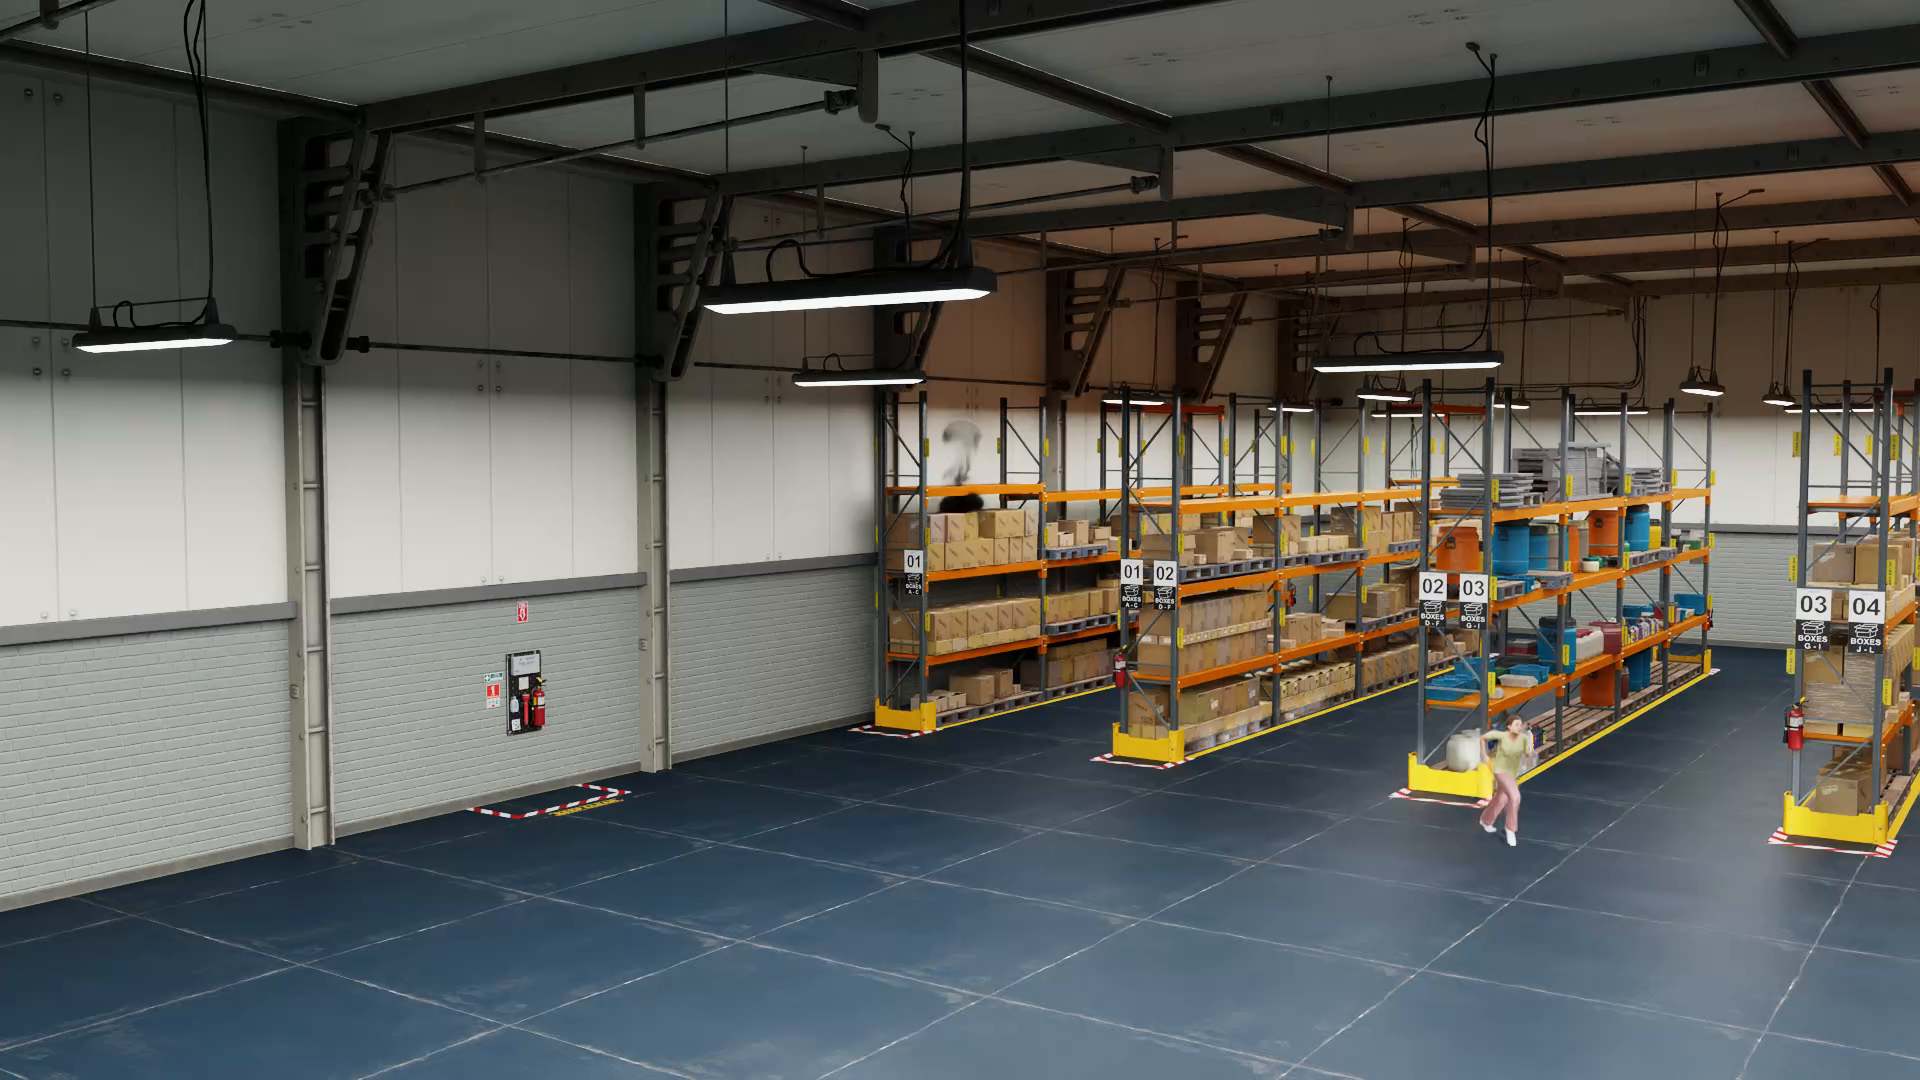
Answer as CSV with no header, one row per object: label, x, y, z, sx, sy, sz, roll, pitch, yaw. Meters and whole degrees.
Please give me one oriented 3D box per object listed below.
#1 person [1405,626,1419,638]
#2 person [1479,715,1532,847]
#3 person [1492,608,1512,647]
person,11.535,1.886,41.798,0.800,1.575,0.561,2,4,26
person,6.914,3.010,21.162,0.572,1.651,0.897,-1,3,-21
person,13.213,1.928,40.748,0.650,1.697,0.732,-1,3,-9
